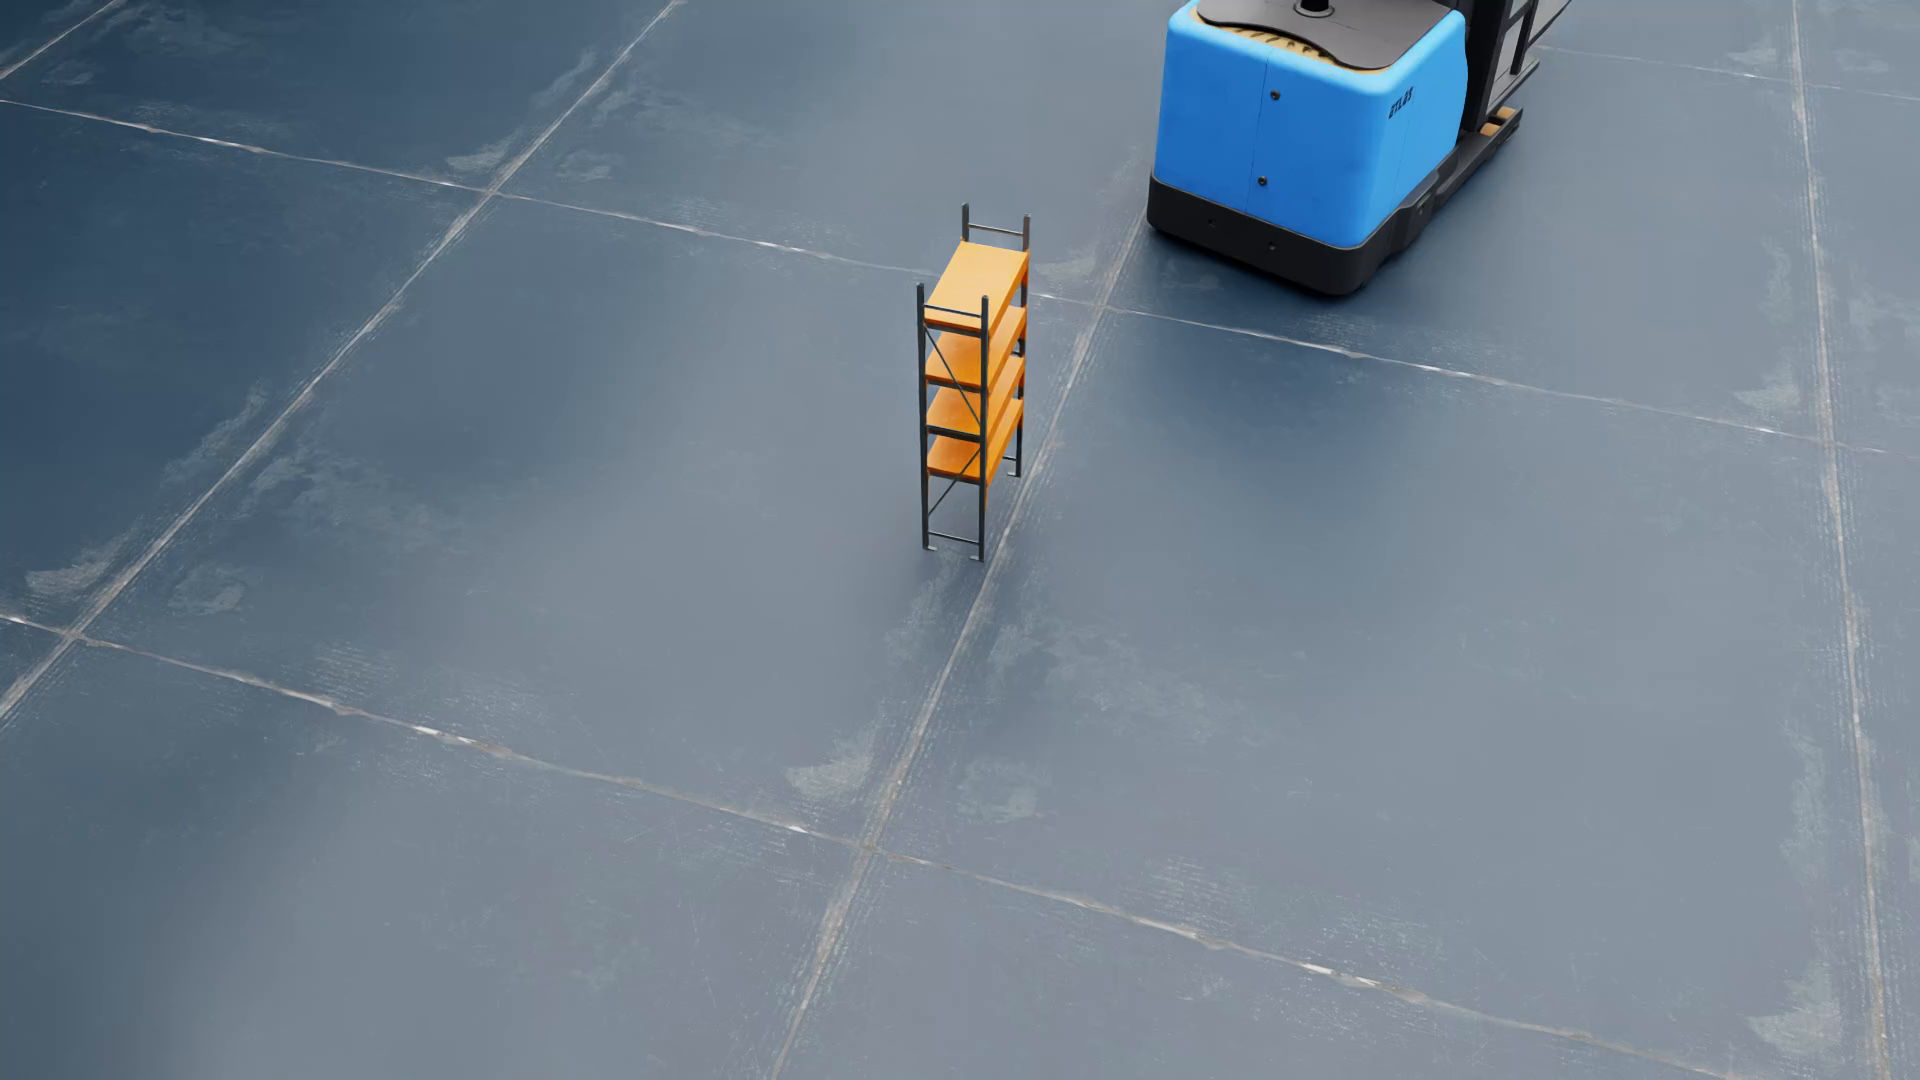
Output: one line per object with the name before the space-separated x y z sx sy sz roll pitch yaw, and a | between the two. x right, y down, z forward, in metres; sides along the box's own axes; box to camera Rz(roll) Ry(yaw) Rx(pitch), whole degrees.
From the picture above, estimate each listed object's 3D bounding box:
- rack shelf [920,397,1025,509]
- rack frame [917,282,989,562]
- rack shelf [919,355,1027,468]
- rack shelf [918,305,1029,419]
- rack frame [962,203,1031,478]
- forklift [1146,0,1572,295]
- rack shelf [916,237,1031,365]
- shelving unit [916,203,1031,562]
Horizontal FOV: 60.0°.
rack shelf | 0.050 -0.349 6.129 0.258 0.148 0.480 13 46 13
rack frame | -0.024 -0.377 5.777 0.240 1.200 0.015 13 46 13
rack shelf | 0.050 -0.491 5.990 0.258 0.148 0.480 13 46 13
rack shelf | 0.050 -0.651 5.834 0.258 0.148 0.480 13 46 13
rack frame | 0.124 -0.702 6.109 0.240 1.200 0.015 13 46 13
forklift | 2.131 -3.103 7.326 1.130 2.935 3.031 27 50 25
rack shelf | 0.050 -0.820 5.668 0.258 0.148 0.480 13 46 13
shelving unit | 0.050 -0.539 5.943 0.258 1.200 0.503 13 46 13
